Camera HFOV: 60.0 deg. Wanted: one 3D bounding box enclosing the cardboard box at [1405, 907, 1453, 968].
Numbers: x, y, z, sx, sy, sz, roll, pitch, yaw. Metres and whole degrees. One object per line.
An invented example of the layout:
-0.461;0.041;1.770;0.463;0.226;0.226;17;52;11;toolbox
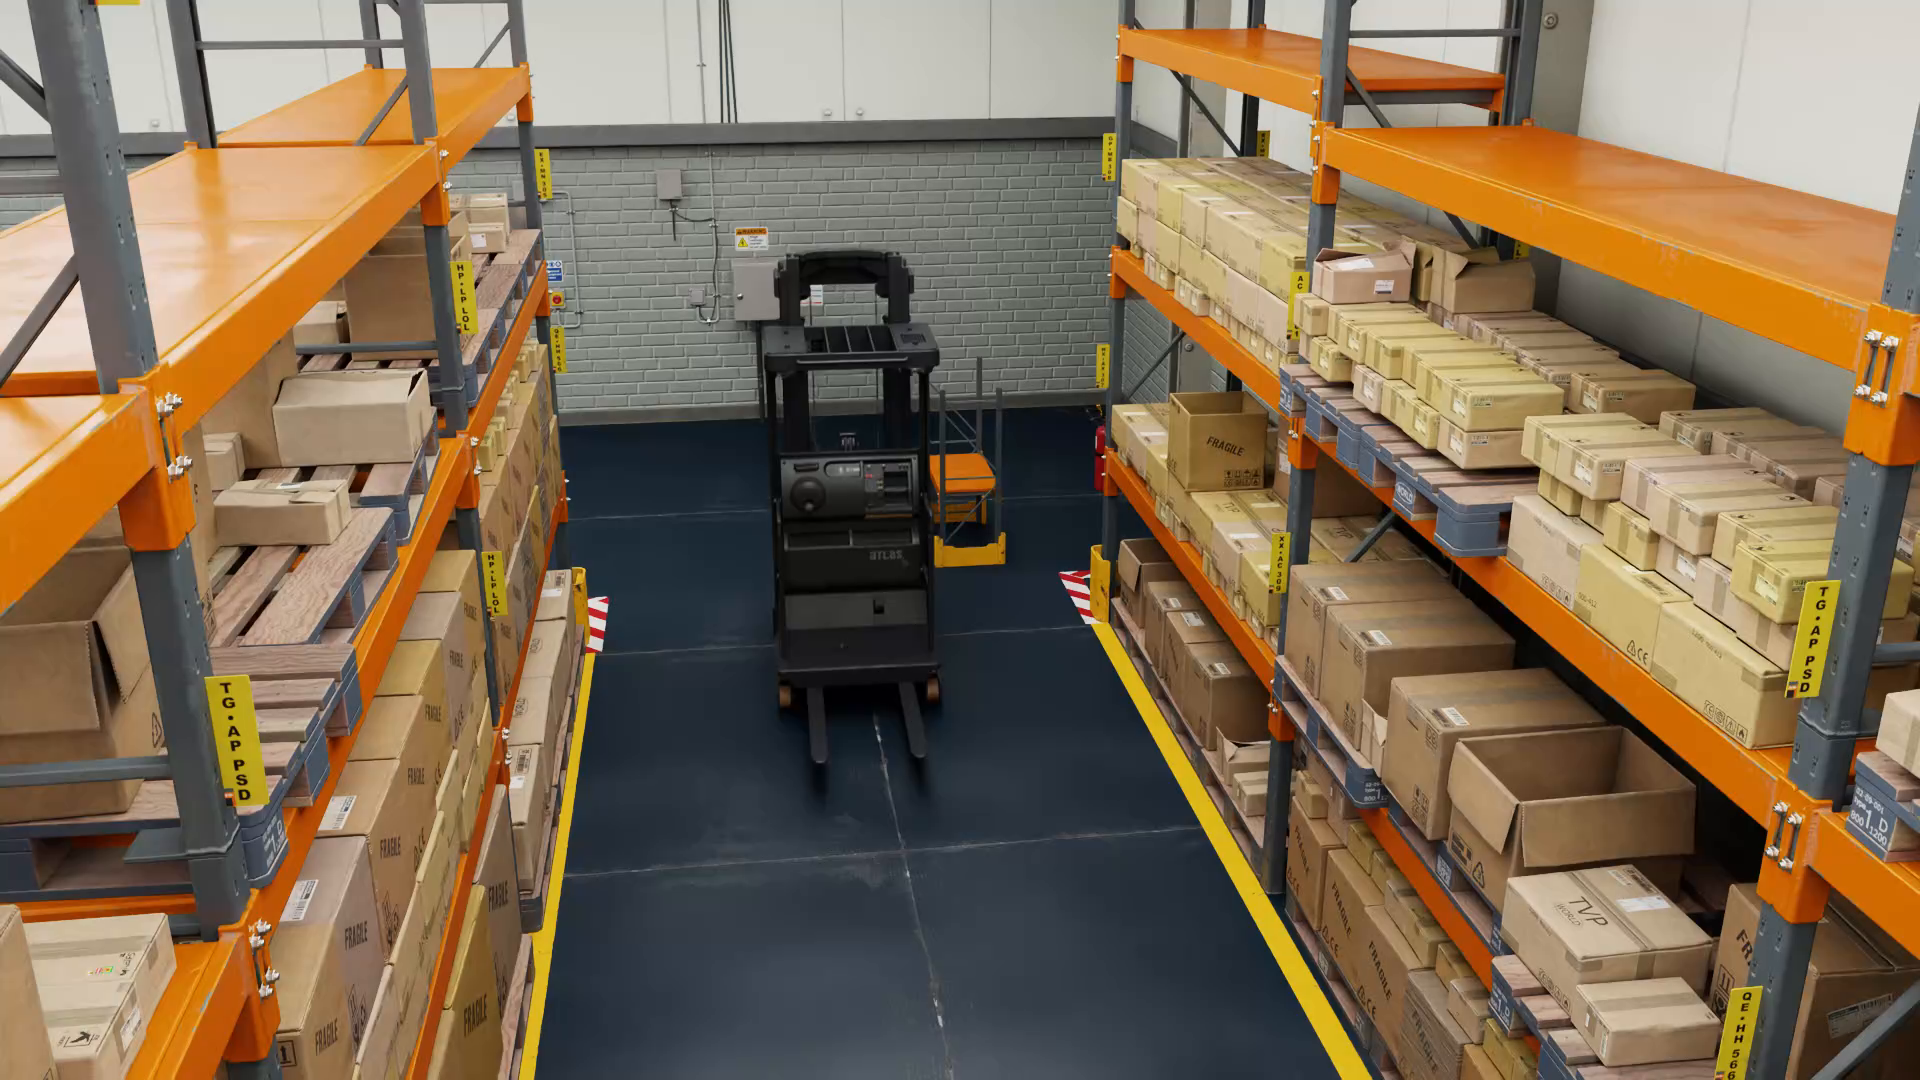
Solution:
2.201;1.750;7.362;0.380;0.149;0.250;-2;21;-6;cardboard box

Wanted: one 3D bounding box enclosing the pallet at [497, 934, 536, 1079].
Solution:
-2.563;2.315;7.791;1.003;0.211;1.213;-3;21;-8;pallet

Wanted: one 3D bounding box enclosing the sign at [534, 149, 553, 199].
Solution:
-2.787;-2.445;11.111;0.100;0.325;0.005;-3;21;-8;sign

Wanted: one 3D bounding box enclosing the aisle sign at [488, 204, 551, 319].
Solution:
-3.029;-1.898;11.370;0.394;0.787;0.004;-3;21;-8;aisle sign

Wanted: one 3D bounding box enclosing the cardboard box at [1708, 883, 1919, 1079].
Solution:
2.819;1.449;5.381;0.500;0.500;0.500;-2;21;-5;cardboard box

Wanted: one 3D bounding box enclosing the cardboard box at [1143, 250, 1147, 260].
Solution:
1.465;-1.967;11.343;0.380;0.149;0.250;-3;21;-7;cardboard box

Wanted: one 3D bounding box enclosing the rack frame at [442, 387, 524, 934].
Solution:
-2.749;0.745;8.008;1.000;3.000;0.127;-3;21;-8;rack frame

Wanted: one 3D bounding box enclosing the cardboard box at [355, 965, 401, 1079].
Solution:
-2.075;1.599;5.221;0.500;0.250;0.500;-2;21;-6;cardboard box

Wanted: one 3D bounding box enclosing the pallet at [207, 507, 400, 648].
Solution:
-2.482;0.206;5.434;1.003;0.211;1.213;-2;21;-5;pallet

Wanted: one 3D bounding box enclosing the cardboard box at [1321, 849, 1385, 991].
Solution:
2.096;1.830;8.075;0.500;0.500;0.500;-3;21;-8;cardboard box

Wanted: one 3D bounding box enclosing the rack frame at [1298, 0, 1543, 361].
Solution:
2.162;-2.317;7.632;1.000;3.000;0.127;-3;21;-8;rack frame

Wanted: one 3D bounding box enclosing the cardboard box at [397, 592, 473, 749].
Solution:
-2.354;0.551;6.957;0.500;0.500;0.500;-3;21;-7;cardboard box

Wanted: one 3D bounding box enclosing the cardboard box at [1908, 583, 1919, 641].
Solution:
2.922;0.218;4.777;0.380;0.149;0.250;-3;21;-7;cardboard box

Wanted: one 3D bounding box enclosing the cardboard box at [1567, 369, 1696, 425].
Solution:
2.569;-0.547;6.371;0.380;0.149;0.250;-2;21;-6;cardboard box

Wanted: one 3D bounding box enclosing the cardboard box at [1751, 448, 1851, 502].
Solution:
2.828;-0.189;5.442;0.380;0.149;0.250;-2;21;-6;cardboard box

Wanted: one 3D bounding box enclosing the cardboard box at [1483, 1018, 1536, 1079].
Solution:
2.323;2.024;6.629;0.380;0.149;0.250;-3;21;-9;cardboard box

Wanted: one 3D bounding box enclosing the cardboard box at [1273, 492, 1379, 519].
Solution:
2.206;-0.113;10.094;0.500;0.250;0.500;-2;21;-7;cardboard box

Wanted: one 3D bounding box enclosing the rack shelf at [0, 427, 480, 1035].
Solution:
-2.461;0.369;5.755;1.077;0.370;4.000;-3;21;-8;rack shelf

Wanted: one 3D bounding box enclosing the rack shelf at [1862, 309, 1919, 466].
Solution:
3.027;0.285;2.266;1.077;0.370;4.000;-3;21;-8;rack shelf

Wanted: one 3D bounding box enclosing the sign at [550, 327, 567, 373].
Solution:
-2.787;-1.316;11.533;0.100;0.325;0.005;-3;21;-8;sign

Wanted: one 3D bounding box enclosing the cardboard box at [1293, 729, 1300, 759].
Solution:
2.238;1.241;10.154;0.380;0.149;0.250;-3;21;-8;cardboard box

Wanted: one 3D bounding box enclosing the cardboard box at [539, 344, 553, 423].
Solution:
-3.021;-1.000;11.109;0.500;0.500;0.500;-2;21;-6;cardboard box

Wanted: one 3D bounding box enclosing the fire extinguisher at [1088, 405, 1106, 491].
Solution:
1.107;-0.708;12.543;0.296;0.674;0.183;-3;21;-8;fire extinguisher

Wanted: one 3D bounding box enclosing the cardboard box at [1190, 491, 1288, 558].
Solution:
1.702;-0.086;10.022;0.500;0.250;0.500;-3;21;-8;cardboard box

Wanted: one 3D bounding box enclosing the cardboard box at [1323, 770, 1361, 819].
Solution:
2.035;1.250;8.277;0.380;0.149;0.250;-4;21;-10;cardboard box

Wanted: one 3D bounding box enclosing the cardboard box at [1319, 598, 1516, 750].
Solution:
2.085;0.608;7.632;0.700;0.500;0.500;-3;21;-7;cardboard box

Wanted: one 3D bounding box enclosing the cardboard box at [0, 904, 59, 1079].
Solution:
-2.046;1.007;2.878;0.700;0.500;0.500;-3;21;-8;cardboard box

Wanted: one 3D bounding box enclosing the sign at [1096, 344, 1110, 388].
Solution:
1.049;-1.270;12.165;0.100;0.325;0.005;-3;21;-8;sign

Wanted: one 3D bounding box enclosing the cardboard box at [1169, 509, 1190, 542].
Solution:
1.556;-0.107;10.650;0.380;0.149;0.250;-2;21;-7;cardboard box

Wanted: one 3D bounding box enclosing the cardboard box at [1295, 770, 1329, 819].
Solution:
1.950;1.301;8.564;0.380;0.149;0.250;-2;21;-5;cardboard box

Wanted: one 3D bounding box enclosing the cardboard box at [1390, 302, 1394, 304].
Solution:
2.371;-1.170;8.639;0.500;0.250;0.500;-3;21;-9;cardboard box

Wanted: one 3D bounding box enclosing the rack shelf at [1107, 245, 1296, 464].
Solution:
1.874;-1.267;10.137;1.077;0.370;4.000;-3;21;-8;rack shelf

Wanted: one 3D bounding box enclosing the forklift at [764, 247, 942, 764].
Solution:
-0.717;-0.358;11.059;1.130;2.935;3.031;-2;21;-6;forklift

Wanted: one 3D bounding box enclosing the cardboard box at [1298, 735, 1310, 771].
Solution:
2.301;1.316;9.723;0.500;0.311;0.500;-2;21;-6;cardboard box

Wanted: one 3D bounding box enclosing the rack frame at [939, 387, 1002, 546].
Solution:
0.086;-0.497;13.478;0.500;1.500;0.032;-3;21;-8;rack frame

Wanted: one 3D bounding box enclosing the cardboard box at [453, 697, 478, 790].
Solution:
-2.366;0.894;7.109;0.500;0.250;0.500;-2;21;-6;cardboard box

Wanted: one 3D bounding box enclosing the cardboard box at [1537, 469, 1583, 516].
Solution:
2.290;-0.201;5.898;0.380;0.149;0.250;-2;21;-6;cardboard box

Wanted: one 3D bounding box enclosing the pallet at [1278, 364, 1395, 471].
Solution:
2.187;-0.594;7.576;1.213;0.211;1.003;-3;21;-8;pallet

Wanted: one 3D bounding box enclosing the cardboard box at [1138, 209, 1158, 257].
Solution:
1.473;-2.023;10.923;0.500;0.250;0.500;-3;21;-7;cardboard box

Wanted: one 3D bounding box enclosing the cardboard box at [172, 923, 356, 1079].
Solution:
-2.002;1.432;4.598;0.500;0.500;0.500;-4;21;-10;cardboard box

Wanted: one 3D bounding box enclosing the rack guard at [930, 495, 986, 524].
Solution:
-0.061;-0.263;14.638;0.587;0.250;0.087;-3;21;-8;rack guard

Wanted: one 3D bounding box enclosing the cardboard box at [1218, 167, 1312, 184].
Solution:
2.000;-2.280;10.895;0.500;0.250;0.500;-4;21;-9;cardboard box

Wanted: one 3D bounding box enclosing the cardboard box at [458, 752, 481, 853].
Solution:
-2.363;1.134;7.180;0.500;0.250;0.500;-3;21;-9;cardboard box

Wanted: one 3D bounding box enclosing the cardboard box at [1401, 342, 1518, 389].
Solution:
2.033;-0.699;6.779;0.380;0.149;0.250;-3;21;-7;cardboard box

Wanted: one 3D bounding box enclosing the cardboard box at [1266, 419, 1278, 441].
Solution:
1.987;-0.636;11.495;0.500;0.250;0.500;-3;21;-8;cardboard box

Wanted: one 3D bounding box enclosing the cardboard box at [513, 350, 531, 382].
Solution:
-2.899;-1.084;10.406;0.380;0.149;0.250;-2;21;-7;cardboard box

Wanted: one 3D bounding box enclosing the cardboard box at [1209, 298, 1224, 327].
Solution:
1.673;-1.348;9.685;0.380;0.149;0.250;-3;21;-7;cardboard box

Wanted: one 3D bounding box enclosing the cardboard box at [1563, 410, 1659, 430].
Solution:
2.550;-0.404;6.413;0.380;0.149;0.250;-3;21;-7;cardboard box

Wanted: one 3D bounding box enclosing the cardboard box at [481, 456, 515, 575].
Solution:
-2.645;-0.122;8.759;0.500;0.500;0.500;-3;21;-8;cardboard box

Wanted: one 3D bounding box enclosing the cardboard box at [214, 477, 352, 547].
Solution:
-2.328;-0.100;5.718;0.380;0.166;0.250;-1;21;-3;cardboard box

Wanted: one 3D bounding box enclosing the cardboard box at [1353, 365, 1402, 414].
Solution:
1.900;-0.648;7.067;0.380;0.149;0.250;-3;21;-7;cardboard box

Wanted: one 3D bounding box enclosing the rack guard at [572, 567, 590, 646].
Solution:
-3.329;0.523;12.176;1.175;0.500;0.348;-3;21;-8;rack guard

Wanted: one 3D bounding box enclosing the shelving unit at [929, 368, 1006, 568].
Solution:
0.011;-0.676;13.957;0.587;1.500;1.083;-3;21;-8;shelving unit

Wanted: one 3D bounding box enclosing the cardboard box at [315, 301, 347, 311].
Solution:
-3.196;-1.082;8.230;0.380;0.149;0.250;-2;21;-6;cardboard box

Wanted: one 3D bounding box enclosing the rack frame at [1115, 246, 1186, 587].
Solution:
1.582;-0.891;12.390;0.949;2.616;0.053;-3;21;-8;rack frame

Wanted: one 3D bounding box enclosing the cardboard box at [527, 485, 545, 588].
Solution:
-2.766;-0.003;9.868;0.500;0.500;0.500;-2;21;-6;cardboard box

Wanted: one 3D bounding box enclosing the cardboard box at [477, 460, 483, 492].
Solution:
-2.591;-0.284;8.265;0.380;0.149;0.250;-3;21;-7;cardboard box

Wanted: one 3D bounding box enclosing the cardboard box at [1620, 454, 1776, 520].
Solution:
2.380;-0.163;5.372;0.380;0.149;0.250;-3;21;-9;cardboard box

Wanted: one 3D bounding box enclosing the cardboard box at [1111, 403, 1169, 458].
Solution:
1.384;-0.790;11.907;0.500;0.250;0.500;-3;21;-7;cardboard box
